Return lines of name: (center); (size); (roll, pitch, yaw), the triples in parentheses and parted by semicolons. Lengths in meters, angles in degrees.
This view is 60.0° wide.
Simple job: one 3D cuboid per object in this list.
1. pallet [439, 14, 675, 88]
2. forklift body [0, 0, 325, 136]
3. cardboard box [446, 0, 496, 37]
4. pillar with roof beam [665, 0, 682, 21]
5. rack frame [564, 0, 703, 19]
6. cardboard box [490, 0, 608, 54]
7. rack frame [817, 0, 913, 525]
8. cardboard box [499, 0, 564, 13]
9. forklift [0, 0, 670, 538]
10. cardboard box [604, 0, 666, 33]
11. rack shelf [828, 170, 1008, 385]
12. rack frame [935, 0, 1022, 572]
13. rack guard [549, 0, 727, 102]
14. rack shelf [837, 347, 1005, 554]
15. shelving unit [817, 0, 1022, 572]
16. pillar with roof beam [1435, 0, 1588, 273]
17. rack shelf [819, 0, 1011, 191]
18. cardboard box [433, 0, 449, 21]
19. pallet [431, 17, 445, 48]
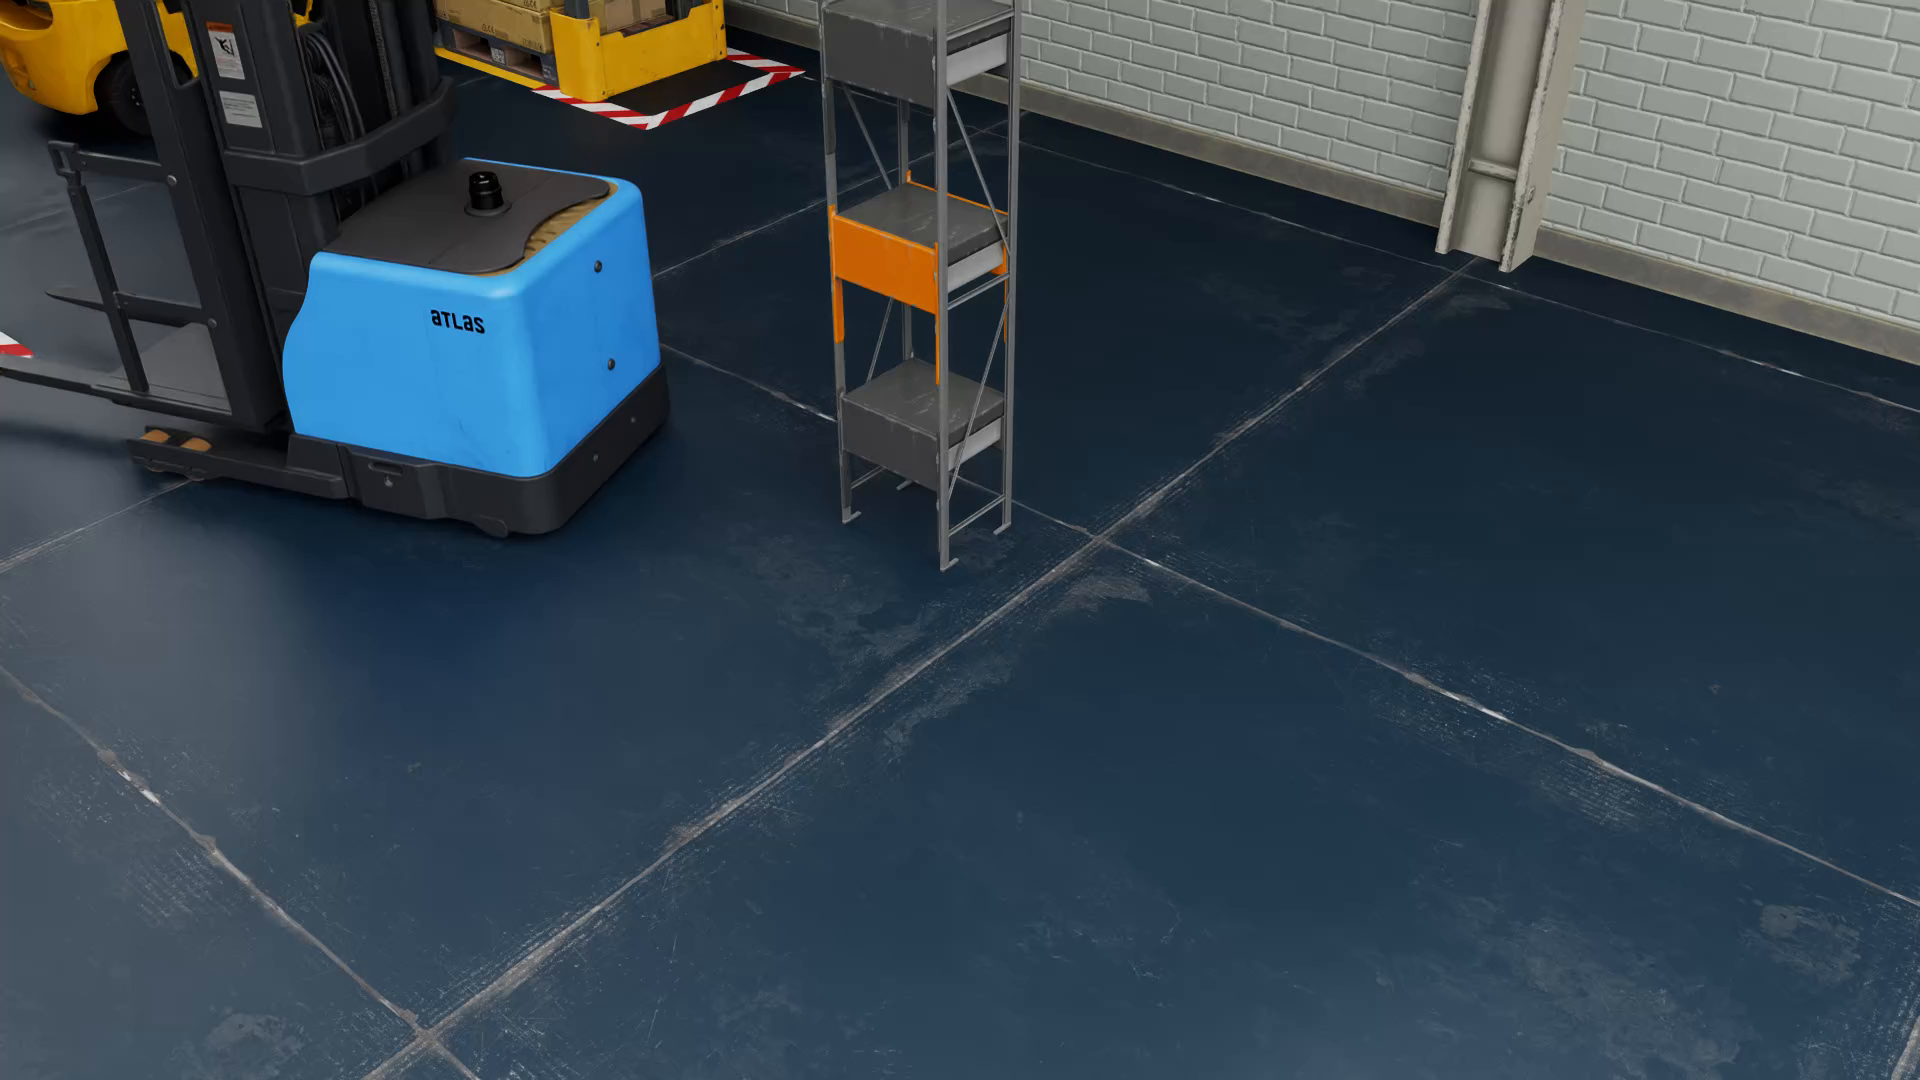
pallet: (-2.630, -3.324, 10.903); (1.213, 0.211, 1.003); (25, 42, 32)
forklift body: (-4.640, -3.757, 9.821); (1.214, 2.155, 2.313); (25, 42, 32)
cardboard box: (-2.954, -3.471, 10.712); (0.500, 0.250, 0.500); (25, 42, 32)
pillar with roof beam: (-4.728, -5.459, 6.249); (0.400, 9.000, 9.100); (25, 42, 32)
rack frame: (-2.015, -4.214, 9.737); (0.127, 3.000, 1.000); (25, 42, 32)
cardboard box: (-2.578, -3.287, 10.444); (0.500, 0.250, 0.500); (26, 42, 32)
rack frame: (-0.315, -1.014, 5.872); (0.015, 2.100, 0.400); (25, 42, 32)
cardboard box: (-2.589, -3.500, 10.313); (0.500, 0.250, 0.500); (25, 41, 31)
forklift: (-2.775, -1.712, 6.154); (3.031, 2.935, 1.130); (11, 36, 16)
cardboard box: (-2.267, -3.517, 10.779); (0.500, 0.250, 0.500); (25, 42, 32)
rack shelf: (-0.127, -0.914, 5.751); (0.480, 0.518, 0.431); (25, 42, 32)
rack frame: (0.060, -0.837, 5.614); (0.015, 2.100, 0.400); (25, 42, 32)
rack guard: (-1.997, -3.175, 10.432); (0.348, 0.500, 1.175); (25, 42, 32)
rack shelf: (-0.127, -0.337, 6.147); (0.480, 0.518, 0.431); (25, 42, 32)
shelving unit: (-0.127, -0.926, 5.743); (0.503, 2.100, 0.431); (25, 42, 32)
pillar with roof beam: (-0.117, -3.285, 3.085); (0.400, 9.000, 9.100); (25, 42, 32)
rack shelf: (-0.127, -1.491, 5.354); (0.480, 0.518, 0.431); (25, 42, 32)
cardboard box: (-3.333, -3.656, 10.982); (0.500, 0.250, 0.500); (26, 42, 32)
pallet: (-3.563, -3.766, 11.547); (1.213, 0.211, 1.003); (25, 42, 32)
